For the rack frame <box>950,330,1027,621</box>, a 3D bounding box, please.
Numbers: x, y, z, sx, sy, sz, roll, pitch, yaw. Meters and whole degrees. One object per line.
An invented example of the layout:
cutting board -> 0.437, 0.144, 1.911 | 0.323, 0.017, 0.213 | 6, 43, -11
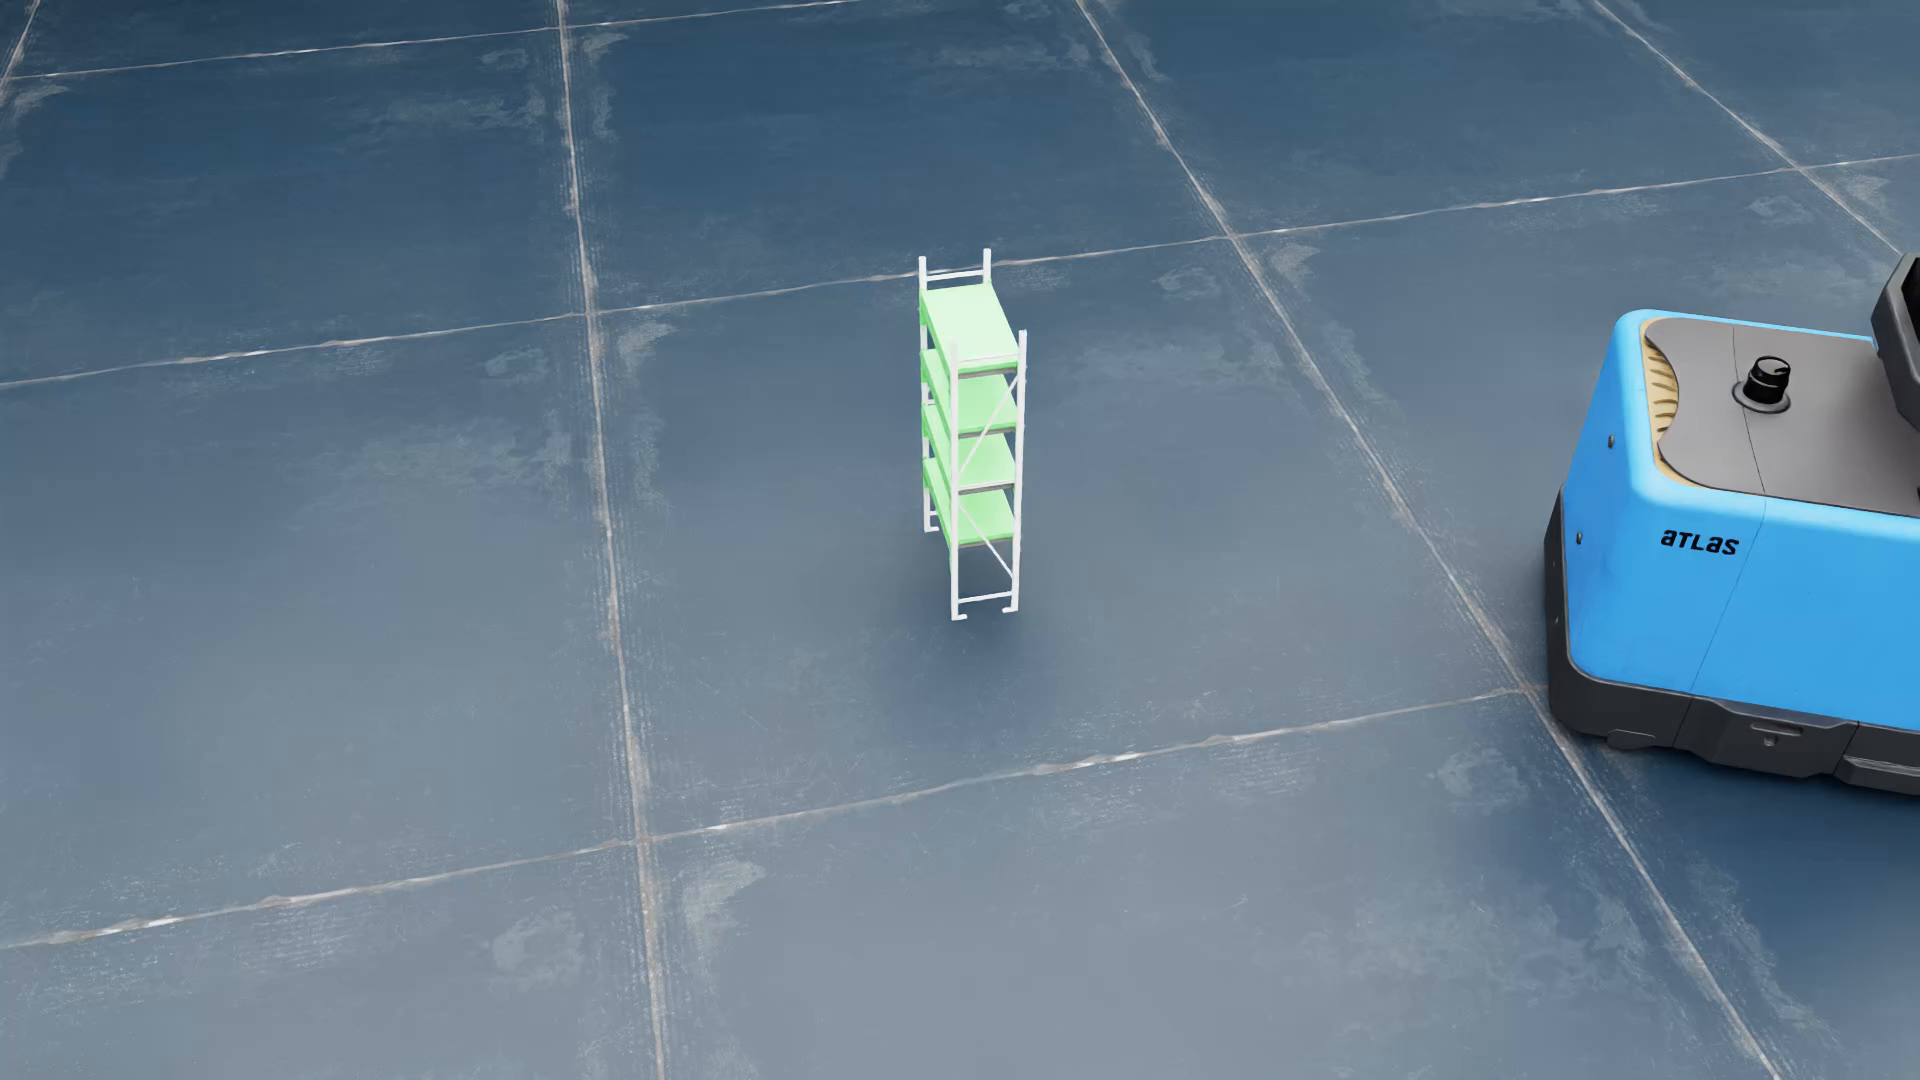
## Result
rack frame -> 0.088, -0.183, 5.553 | 0.240, 1.200, 0.015 | -8, 42, -9

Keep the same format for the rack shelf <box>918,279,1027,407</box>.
rack shelf -> 0.036, -0.653, 5.455 | 0.258, 0.148, 0.480 | -8, 42, -9

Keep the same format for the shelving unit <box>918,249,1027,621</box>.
shelving unit -> 0.036, -0.341, 5.731 | 0.258, 1.200, 0.503 | -8, 42, -9

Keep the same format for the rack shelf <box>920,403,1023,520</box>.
rack shelf -> 0.036, -0.294, 5.773 | 0.258, 0.148, 0.480 | -8, 42, -9

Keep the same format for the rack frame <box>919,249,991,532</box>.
rack frame -> -0.017, -0.500, 5.909 | 0.240, 1.200, 0.015 | -8, 42, -9

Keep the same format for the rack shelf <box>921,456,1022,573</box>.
rack shelf -> 0.036, -0.114, 5.933 | 0.258, 0.148, 0.480 | -8, 42, -9

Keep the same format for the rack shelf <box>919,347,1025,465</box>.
rack shelf -> 0.036, -0.473, 5.614 | 0.258, 0.148, 0.480 | -8, 42, -9

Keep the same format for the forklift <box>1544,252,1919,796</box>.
forklift -> 3.530, -0.532, 4.641 | 3.031, 2.935, 1.130 | 9, 42, 10
